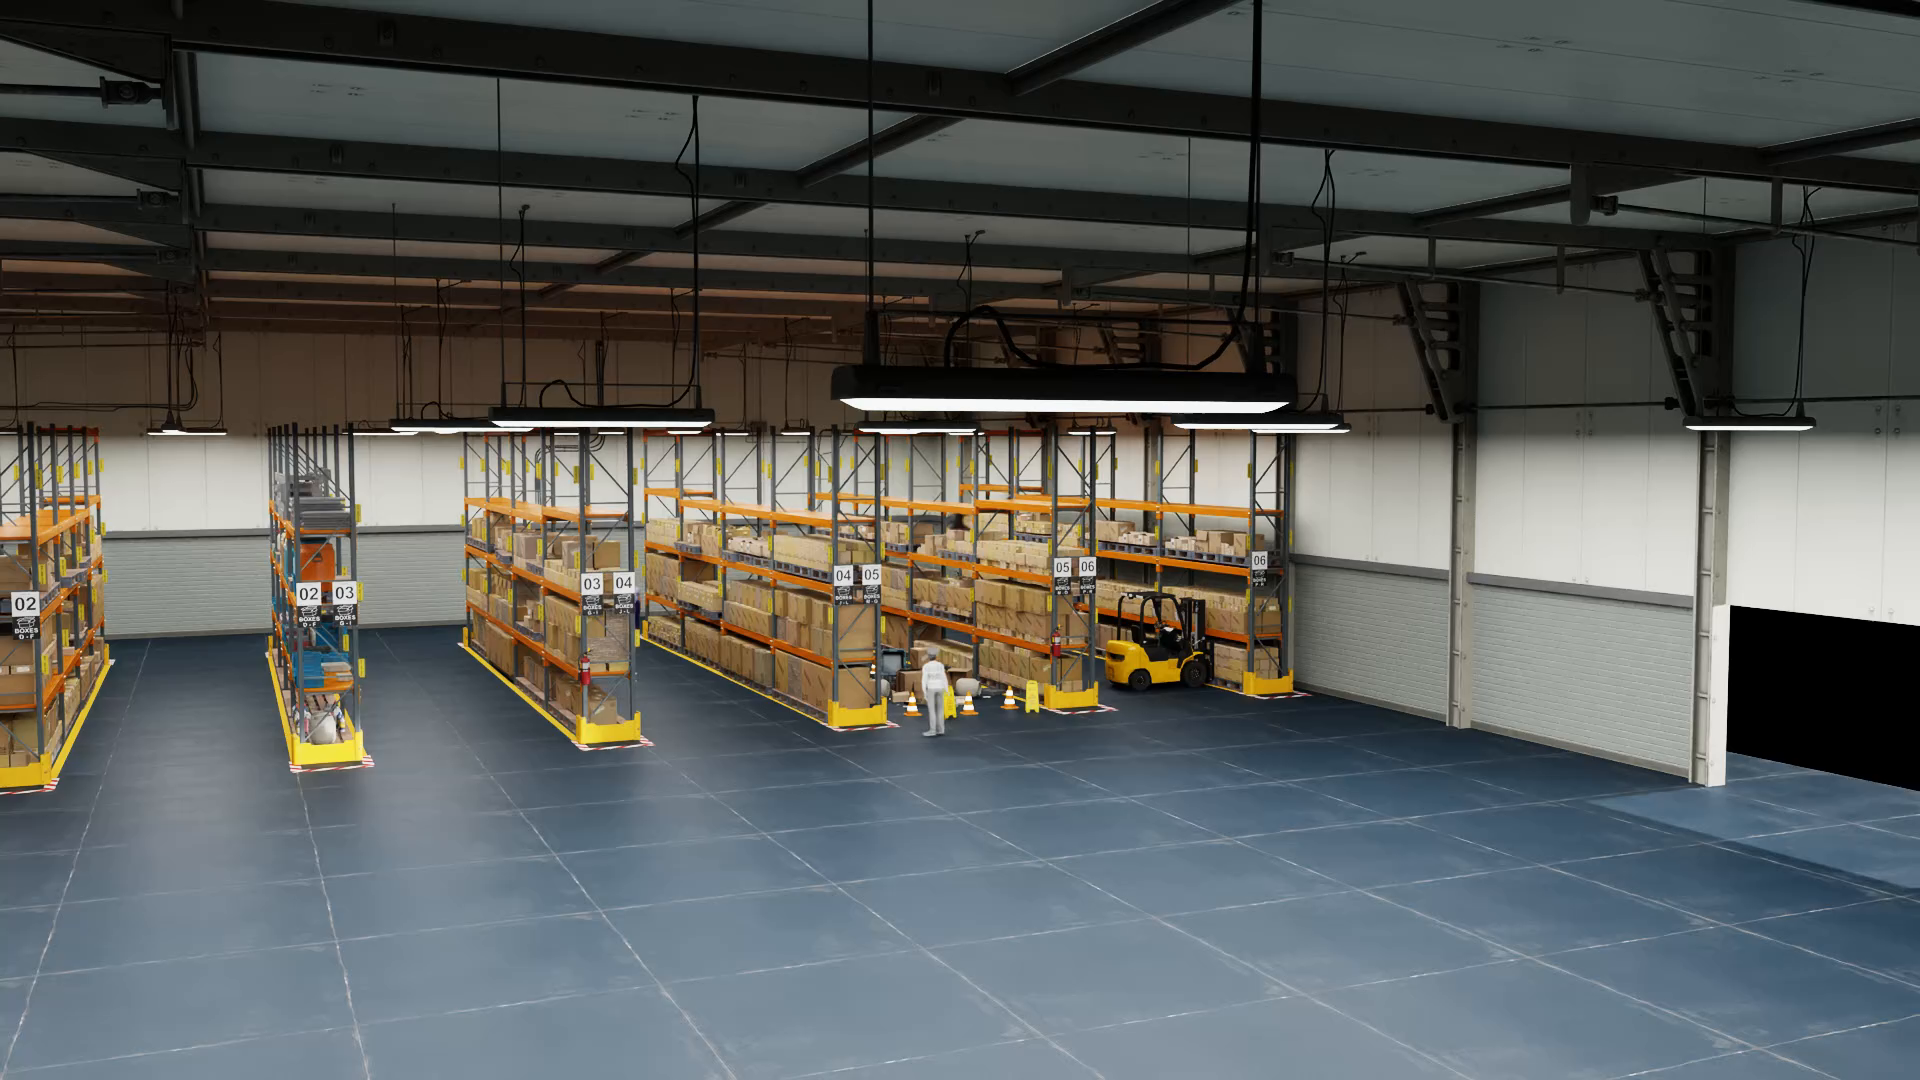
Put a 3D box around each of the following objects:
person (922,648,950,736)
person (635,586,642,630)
[{"bbox_3d":[-0.462,2.928,32.026,0.548,1.719,0.391,-1,4,-13],"label":"person"},{"bbox_3d":[-9.587,1.945,48.598,0.546,1.669,0.455,-1,4,-8],"label":"person"}]
